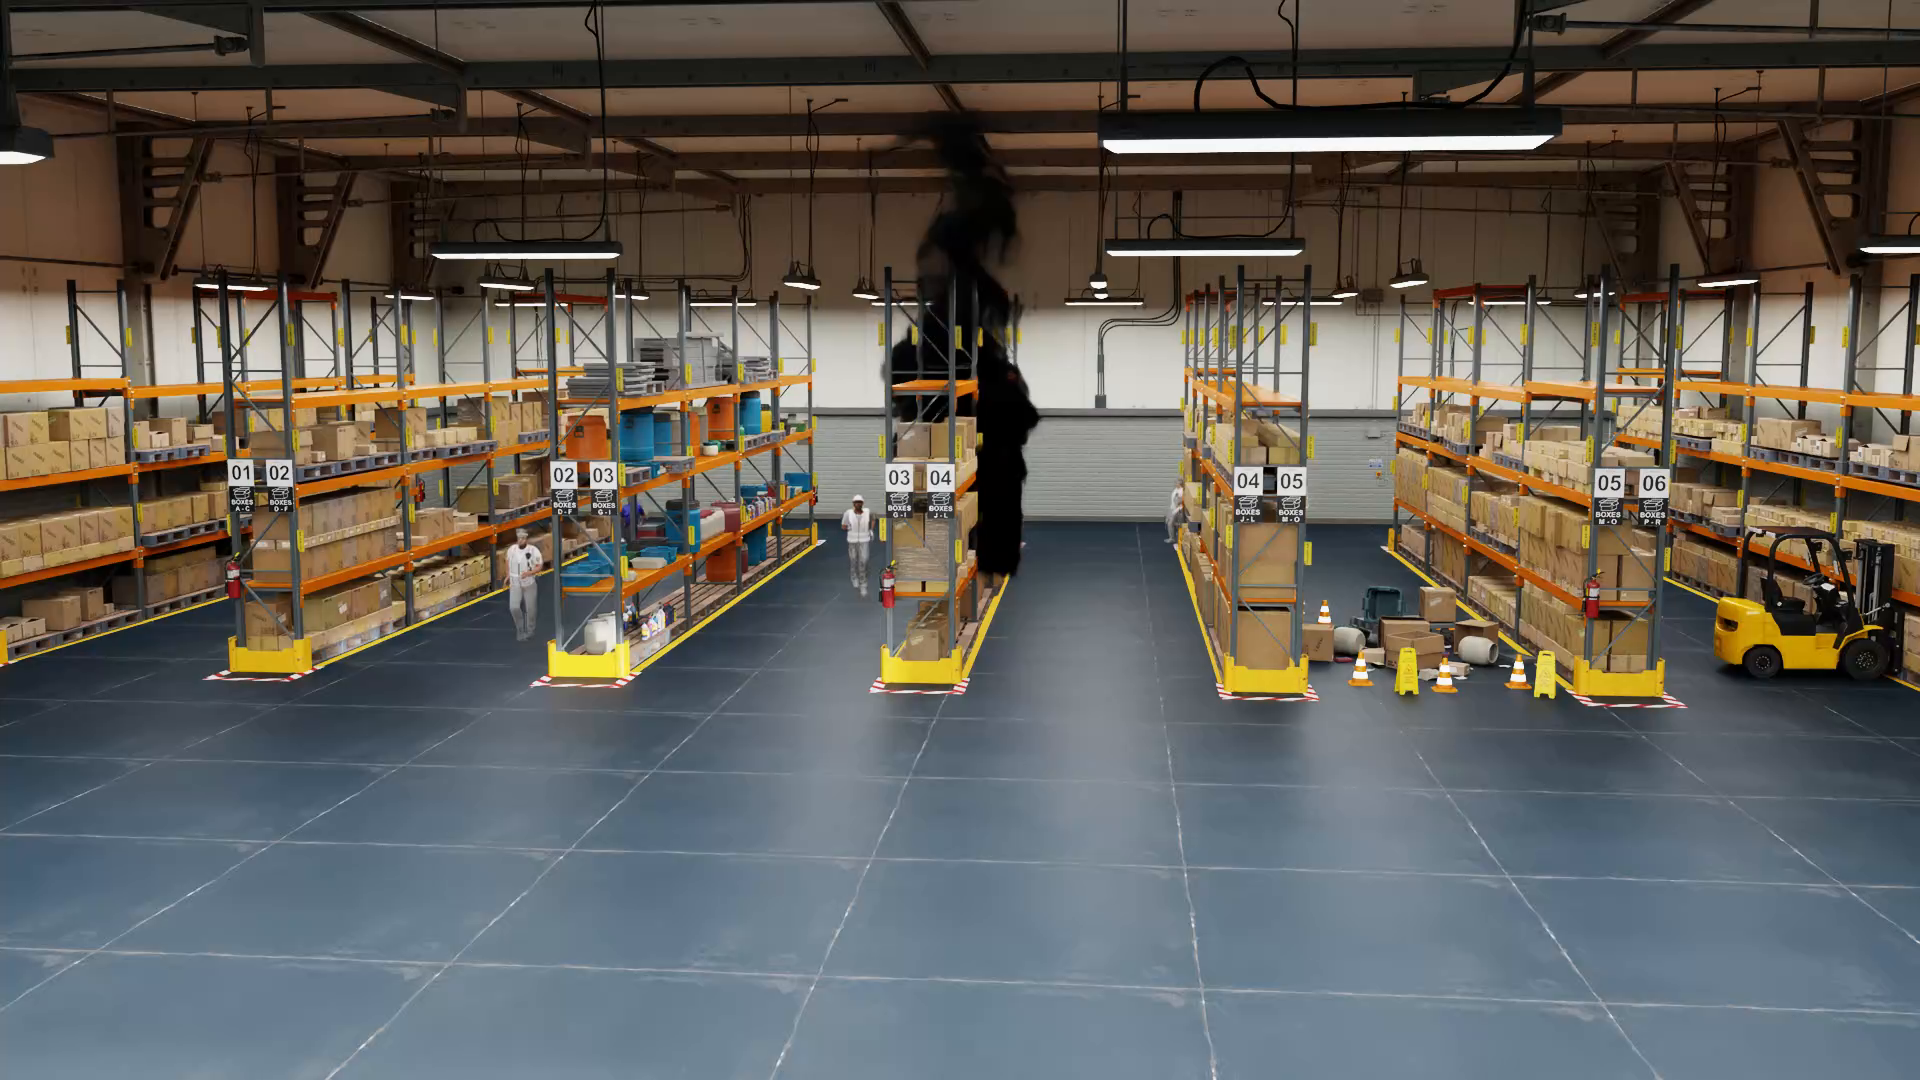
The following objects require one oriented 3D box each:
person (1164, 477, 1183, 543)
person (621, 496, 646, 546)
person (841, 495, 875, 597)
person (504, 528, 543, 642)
[{"bbox_3d":[5.311,-0.728,40.583,0.514,1.617,0.647,-3,7,-20],"label":"person"},{"bbox_3d":[-7.109,-0.243,36.064,0.579,1.531,0.901,-1,7,-9],"label":"person"},{"bbox_3d":[-1.894,0.084,30.883,0.610,1.865,0.817,0,7,-1],"label":"person"},{"bbox_3d":[-6.842,0.710,26.007,0.637,1.809,0.736,0,7,-1],"label":"person"}]
